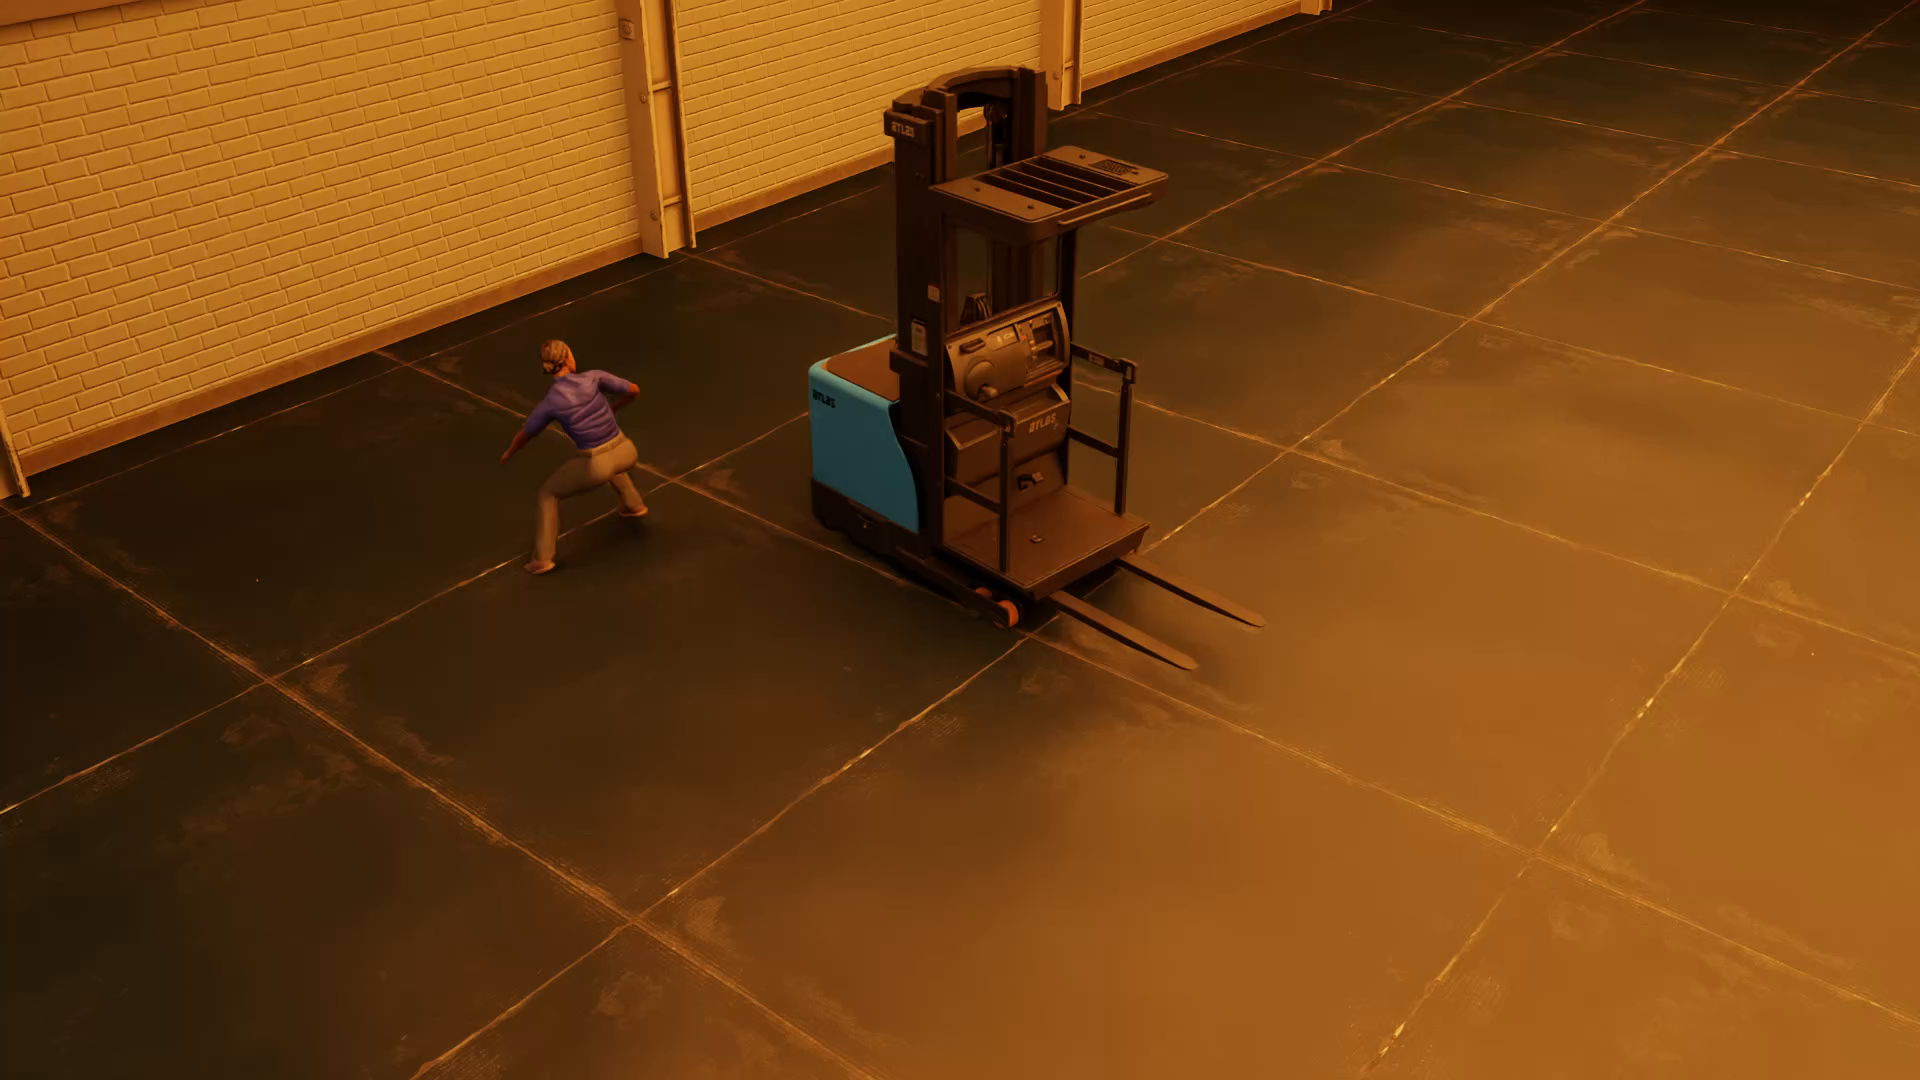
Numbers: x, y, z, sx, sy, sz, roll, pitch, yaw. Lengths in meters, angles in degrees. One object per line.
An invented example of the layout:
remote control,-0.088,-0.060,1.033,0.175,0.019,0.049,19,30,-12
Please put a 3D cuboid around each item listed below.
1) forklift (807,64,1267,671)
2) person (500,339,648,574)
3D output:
forklift,0.426,-1.045,9.383,1.130,2.935,3.031,-26,39,-37
person,-2.356,-0.543,10.101,0.855,1.445,0.718,-22,37,-33
